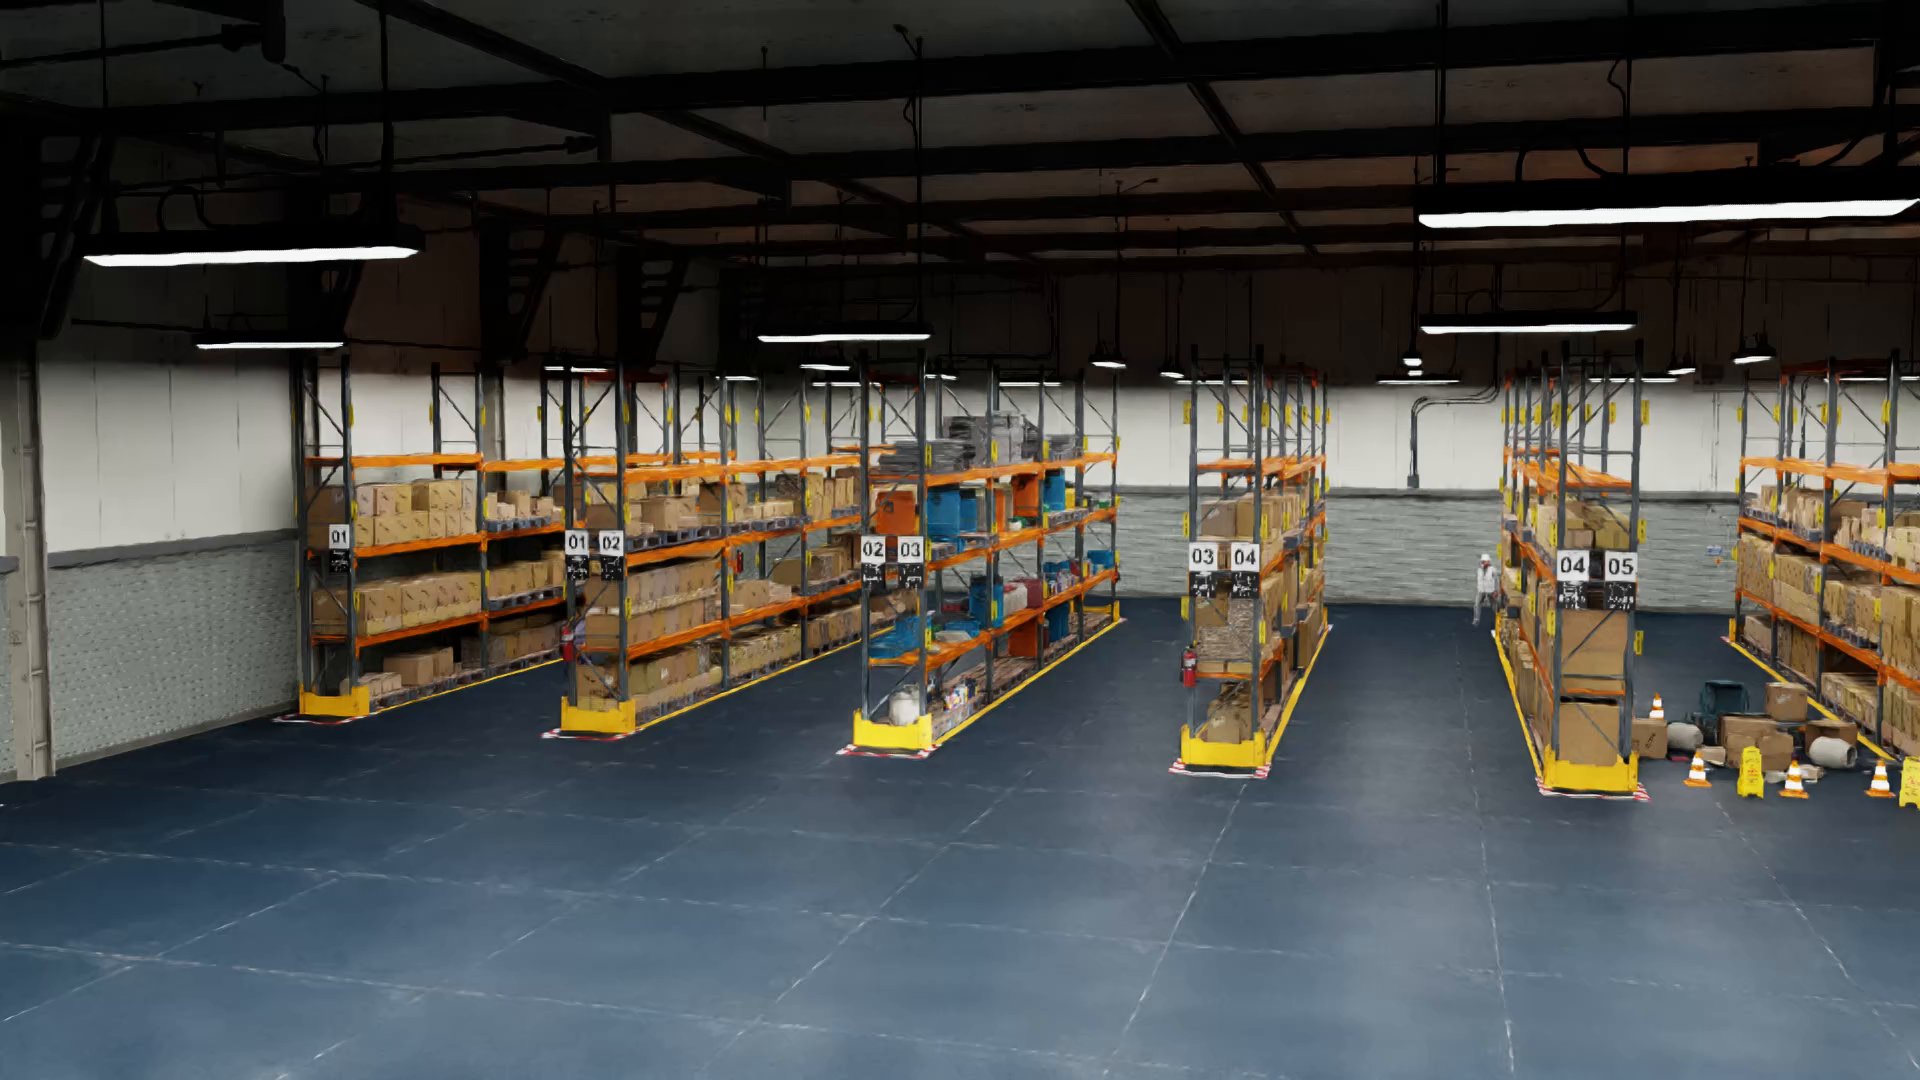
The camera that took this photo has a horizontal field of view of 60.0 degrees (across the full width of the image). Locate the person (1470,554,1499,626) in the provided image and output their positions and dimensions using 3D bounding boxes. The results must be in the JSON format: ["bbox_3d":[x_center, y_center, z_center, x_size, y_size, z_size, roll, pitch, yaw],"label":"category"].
[{"bbox_3d":[12.558,1.181,39.596,0.576,1.725,0.961,3,5,38],"label":"person"}]

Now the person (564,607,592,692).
[{"bbox_3d":[-6.832,1.976,29.853,0.625,1.596,0.517,1,4,13],"label":"person"}]
